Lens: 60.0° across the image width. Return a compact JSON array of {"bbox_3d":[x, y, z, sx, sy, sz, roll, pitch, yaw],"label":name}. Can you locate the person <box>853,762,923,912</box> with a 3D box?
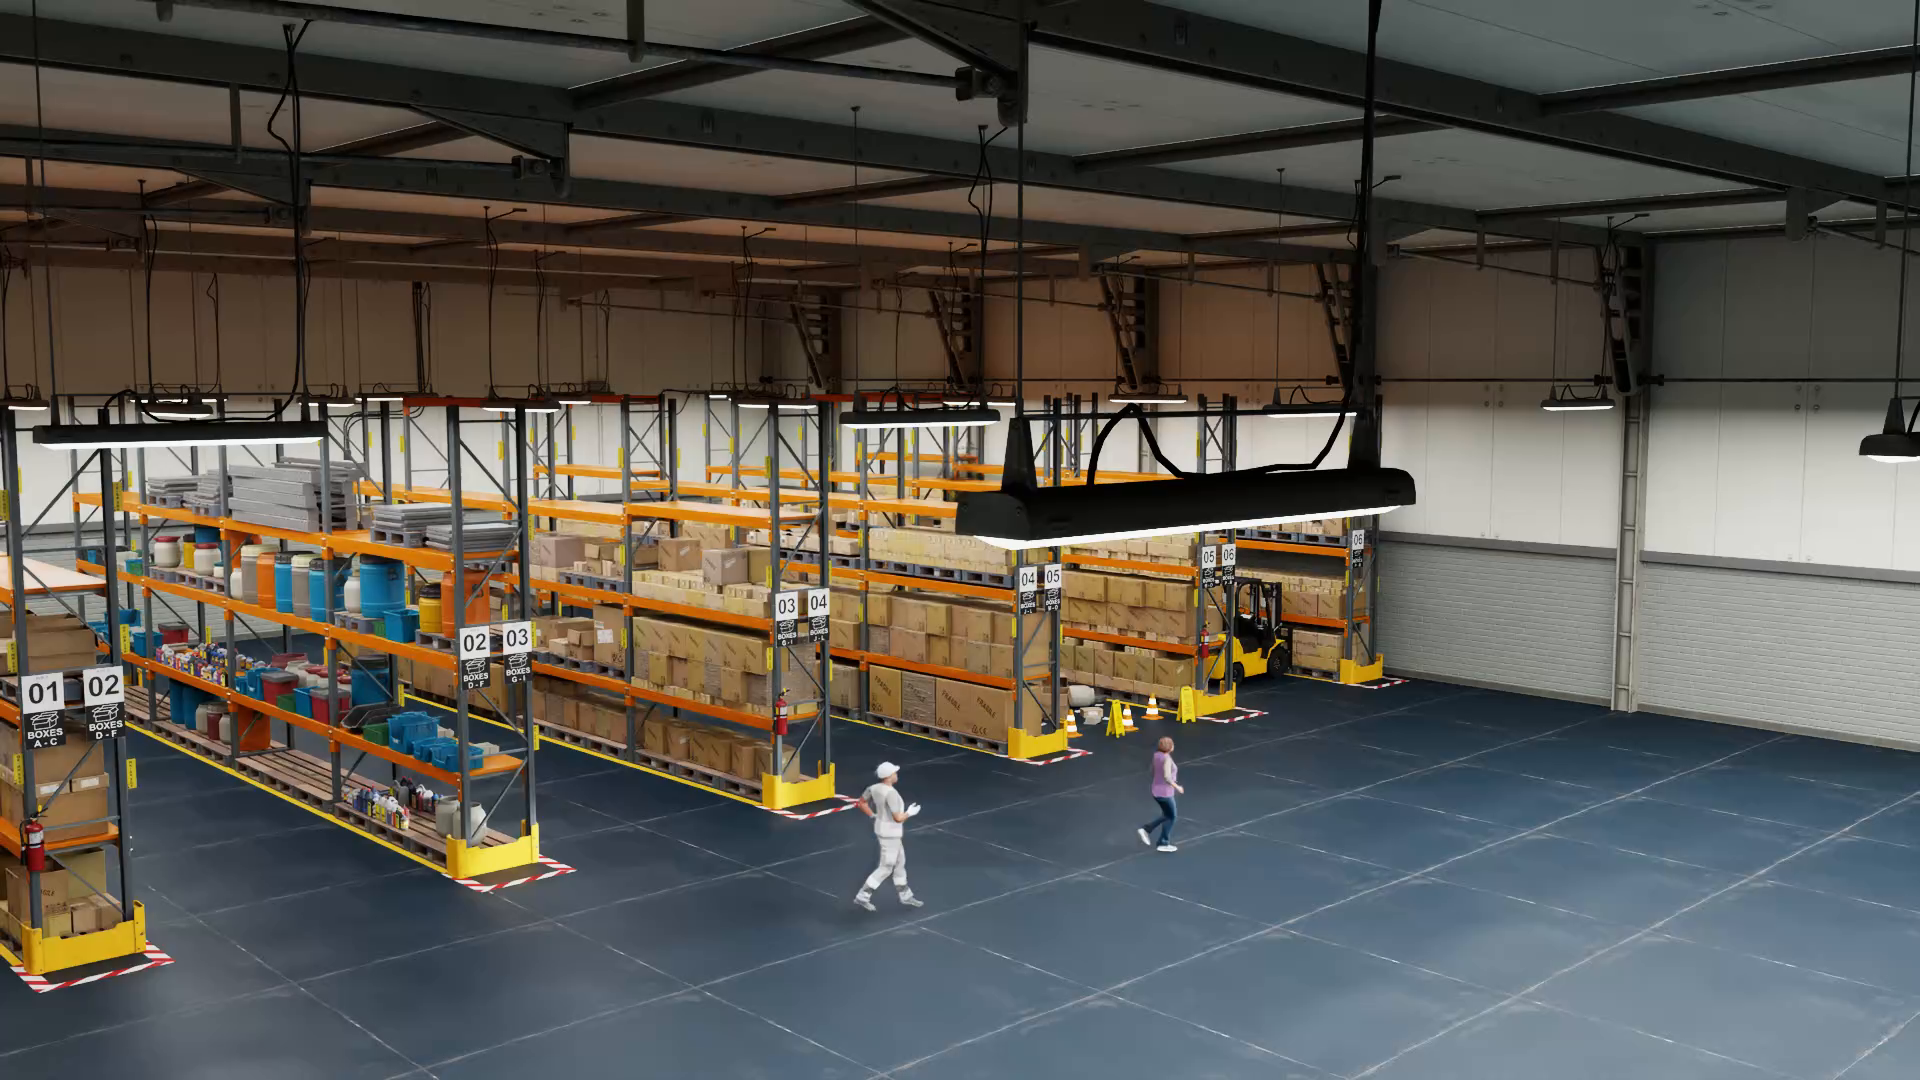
[{"bbox_3d":[-0.837,3.511,19.641,0.915,1.806,0.644,-2,6,-21],"label":"person"}]

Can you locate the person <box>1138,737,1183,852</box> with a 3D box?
[{"bbox_3d":[2.684,3.419,22.229,0.543,1.546,0.559,-1,6,-15],"label":"person"}]
